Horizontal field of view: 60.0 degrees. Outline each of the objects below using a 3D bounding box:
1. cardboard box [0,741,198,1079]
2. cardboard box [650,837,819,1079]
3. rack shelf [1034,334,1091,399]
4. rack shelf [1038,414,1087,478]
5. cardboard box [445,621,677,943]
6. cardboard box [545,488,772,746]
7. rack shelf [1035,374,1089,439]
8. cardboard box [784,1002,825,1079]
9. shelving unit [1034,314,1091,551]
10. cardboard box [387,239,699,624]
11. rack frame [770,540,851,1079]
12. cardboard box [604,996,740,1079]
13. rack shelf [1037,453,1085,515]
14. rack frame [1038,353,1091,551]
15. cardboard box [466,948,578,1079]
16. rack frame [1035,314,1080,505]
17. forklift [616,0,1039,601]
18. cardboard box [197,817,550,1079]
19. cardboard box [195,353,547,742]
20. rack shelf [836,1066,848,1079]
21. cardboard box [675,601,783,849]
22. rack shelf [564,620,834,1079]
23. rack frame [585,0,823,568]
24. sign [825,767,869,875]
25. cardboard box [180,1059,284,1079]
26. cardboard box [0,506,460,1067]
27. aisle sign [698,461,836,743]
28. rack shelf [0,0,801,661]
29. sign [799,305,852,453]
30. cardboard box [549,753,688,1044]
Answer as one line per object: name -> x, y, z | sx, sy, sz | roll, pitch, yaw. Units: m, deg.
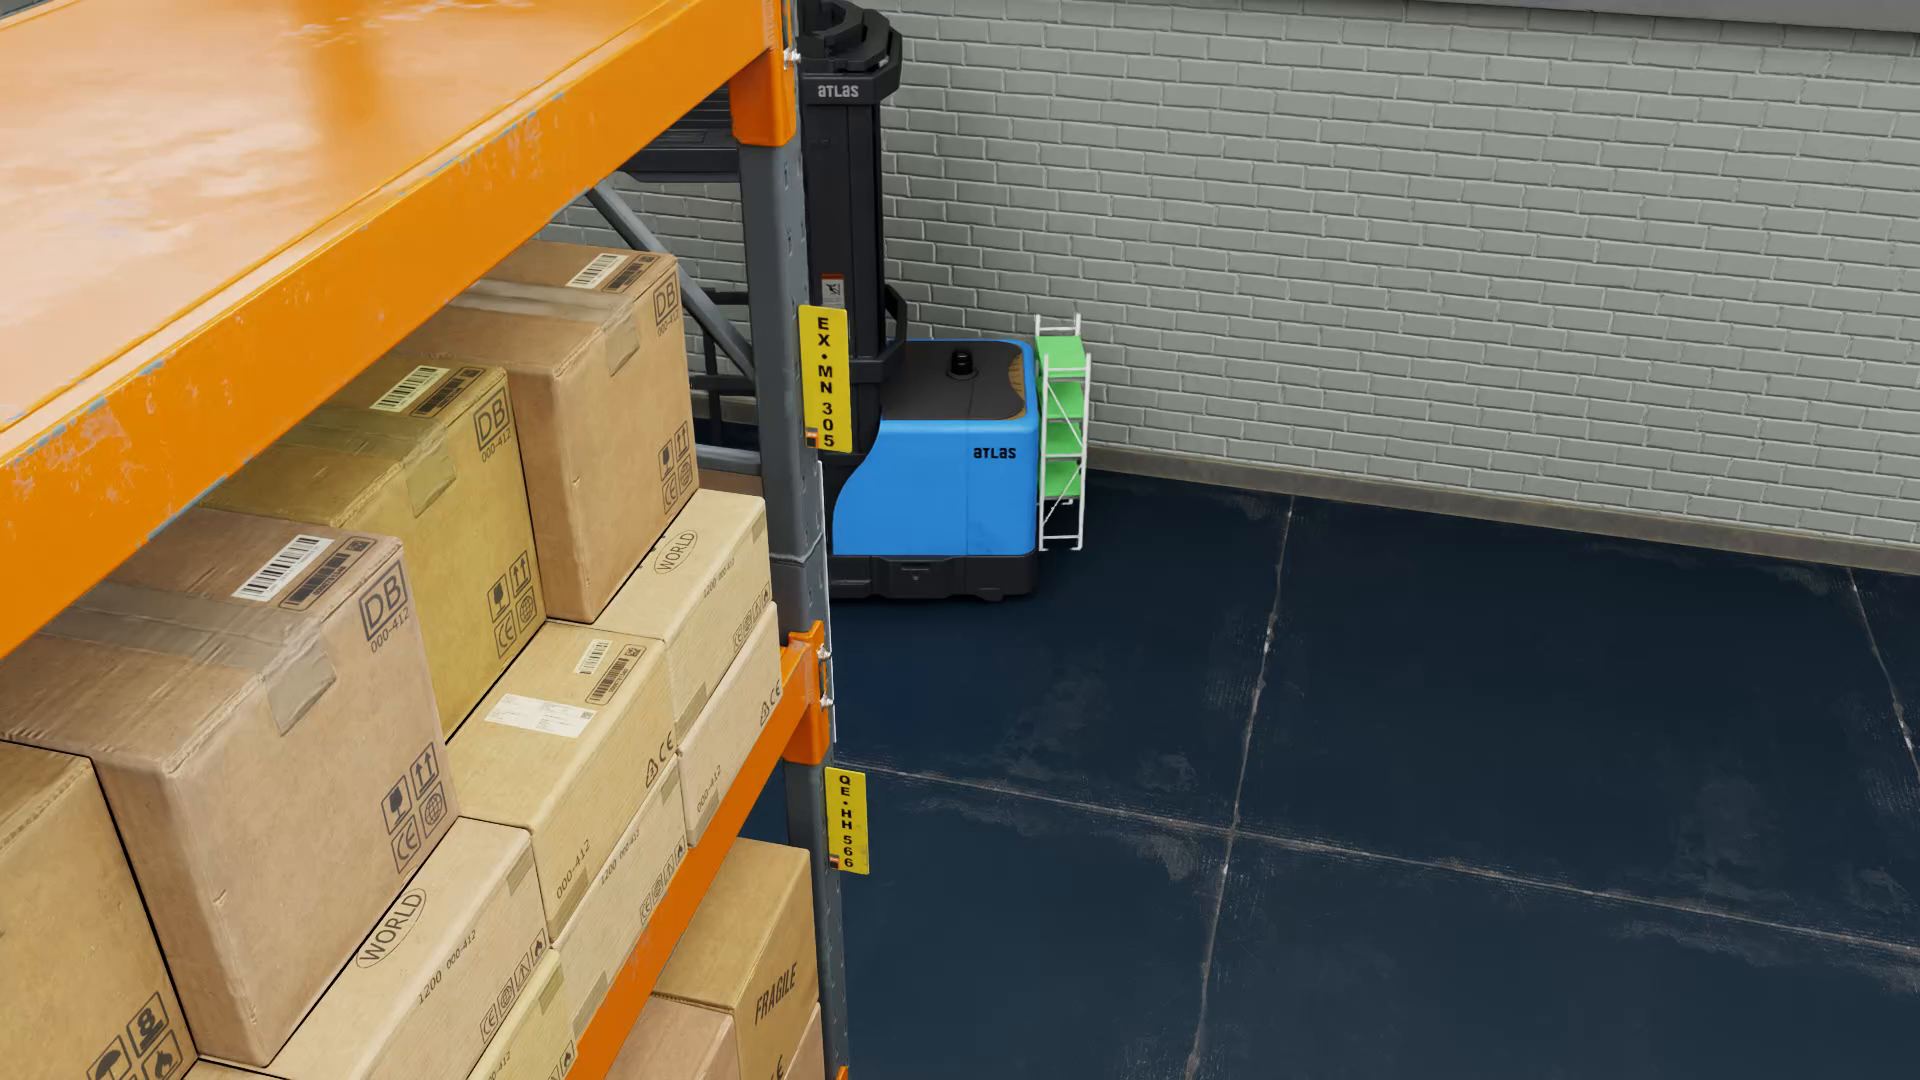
cardboard box -> -1.371, 0.533, 1.865 | 0.700, 0.500, 0.500 | 8, 33, 12
cardboard box -> -0.654, 1.030, 3.879 | 0.500, 0.500, 0.500 | 8, 33, 12
rack shelf -> 0.544, -0.934, 8.895 | 0.258, 0.148, 0.480 | -1, 32, -2
rack shelf -> 0.544, -0.529, 9.153 | 0.258, 0.148, 0.480 | -1, 32, -2
cardboard box -> -0.818, 0.373, 2.816 | 0.500, 0.250, 0.500 | 8, 33, 12
cardboard box -> -0.691, 0.113, 3.224 | 0.500, 0.250, 0.500 | 8, 33, 12
rack shelf -> 0.544, -0.732, 9.024 | 0.258, 0.148, 0.480 | -1, 32, -2
cardboard box -> -0.658, 1.453, 4.146 | 0.500, 0.500, 0.500 | 9, 34, 14
shelving unit -> 0.544, -0.583, 9.118 | 0.258, 1.200, 0.503 | -1, 32, -2
cardboard box -> -0.922, -0.236, 3.074 | 0.700, 0.500, 0.500 | 8, 33, 12
rack frame -> -0.807, 1.225, 4.597 | 1.000, 3.000, 0.127 | 8, 33, 12
cardboard box -> -0.782, 1.292, 3.467 | 0.500, 0.500, 0.500 | 9, 34, 14
rack shelf -> 0.544, -0.326, 9.281 | 0.258, 0.148, 0.480 | -1, 32, -2
rack frame -> 0.555, -0.452, 8.913 | 0.240, 1.200, 0.015 | -1, 32, -2
cardboard box -> -0.934, 0.844, 2.539 | 0.500, 0.250, 0.500 | 8, 33, 12
rack frame -> 0.532, -0.714, 9.324 | 0.240, 1.200, 0.015 | -1, 32, -2
forklift -> -1.107, -1.172, 8.432 | 3.031, 2.935, 1.130 | 0, 32, 0
cardboard box -> -0.948, 0.631, 2.408 | 0.500, 0.250, 0.500 | 8, 33, 12
cardboard box -> -1.131, 0.012, 2.684 | 0.700, 0.500, 0.500 | 8, 33, 12
rack shelf -> -1.315, 2.567, 3.157 | 1.077, 0.370, 4.000 | 8, 33, 12
cardboard box -> -0.683, 0.325, 3.356 | 0.500, 0.250, 0.500 | 8, 33, 12
rack shelf -> -1.315, 1.301, 2.352 | 1.077, 0.370, 4.000 | 8, 33, 12
rack frame -> -0.807, -1.306, 2.987 | 1.000, 3.000, 0.127 | 8, 33, 12
sign -> -0.276, 0.689, 4.066 | 0.100, 0.325, 0.005 | 8, 33, 12
cardboard box -> -1.069, 0.892, 1.999 | 0.500, 0.250, 0.500 | 8, 33, 12
cardboard box -> -1.154, 0.286, 2.253 | 0.700, 0.500, 0.500 | 8, 33, 12
aisle sign -> -0.494, 0.134, 3.889 | 0.394, 0.787, 0.004 | 8, 33, 12
rack shelf -> -1.315, 0.036, 1.548 | 1.077, 0.370, 4.000 | 8, 33, 12
sign -> -0.276, -0.328, 3.419 | 0.100, 0.325, 0.005 | 8, 33, 12
cardboard box -> -0.820, 0.583, 2.950 | 0.500, 0.250, 0.500 | 8, 33, 12
